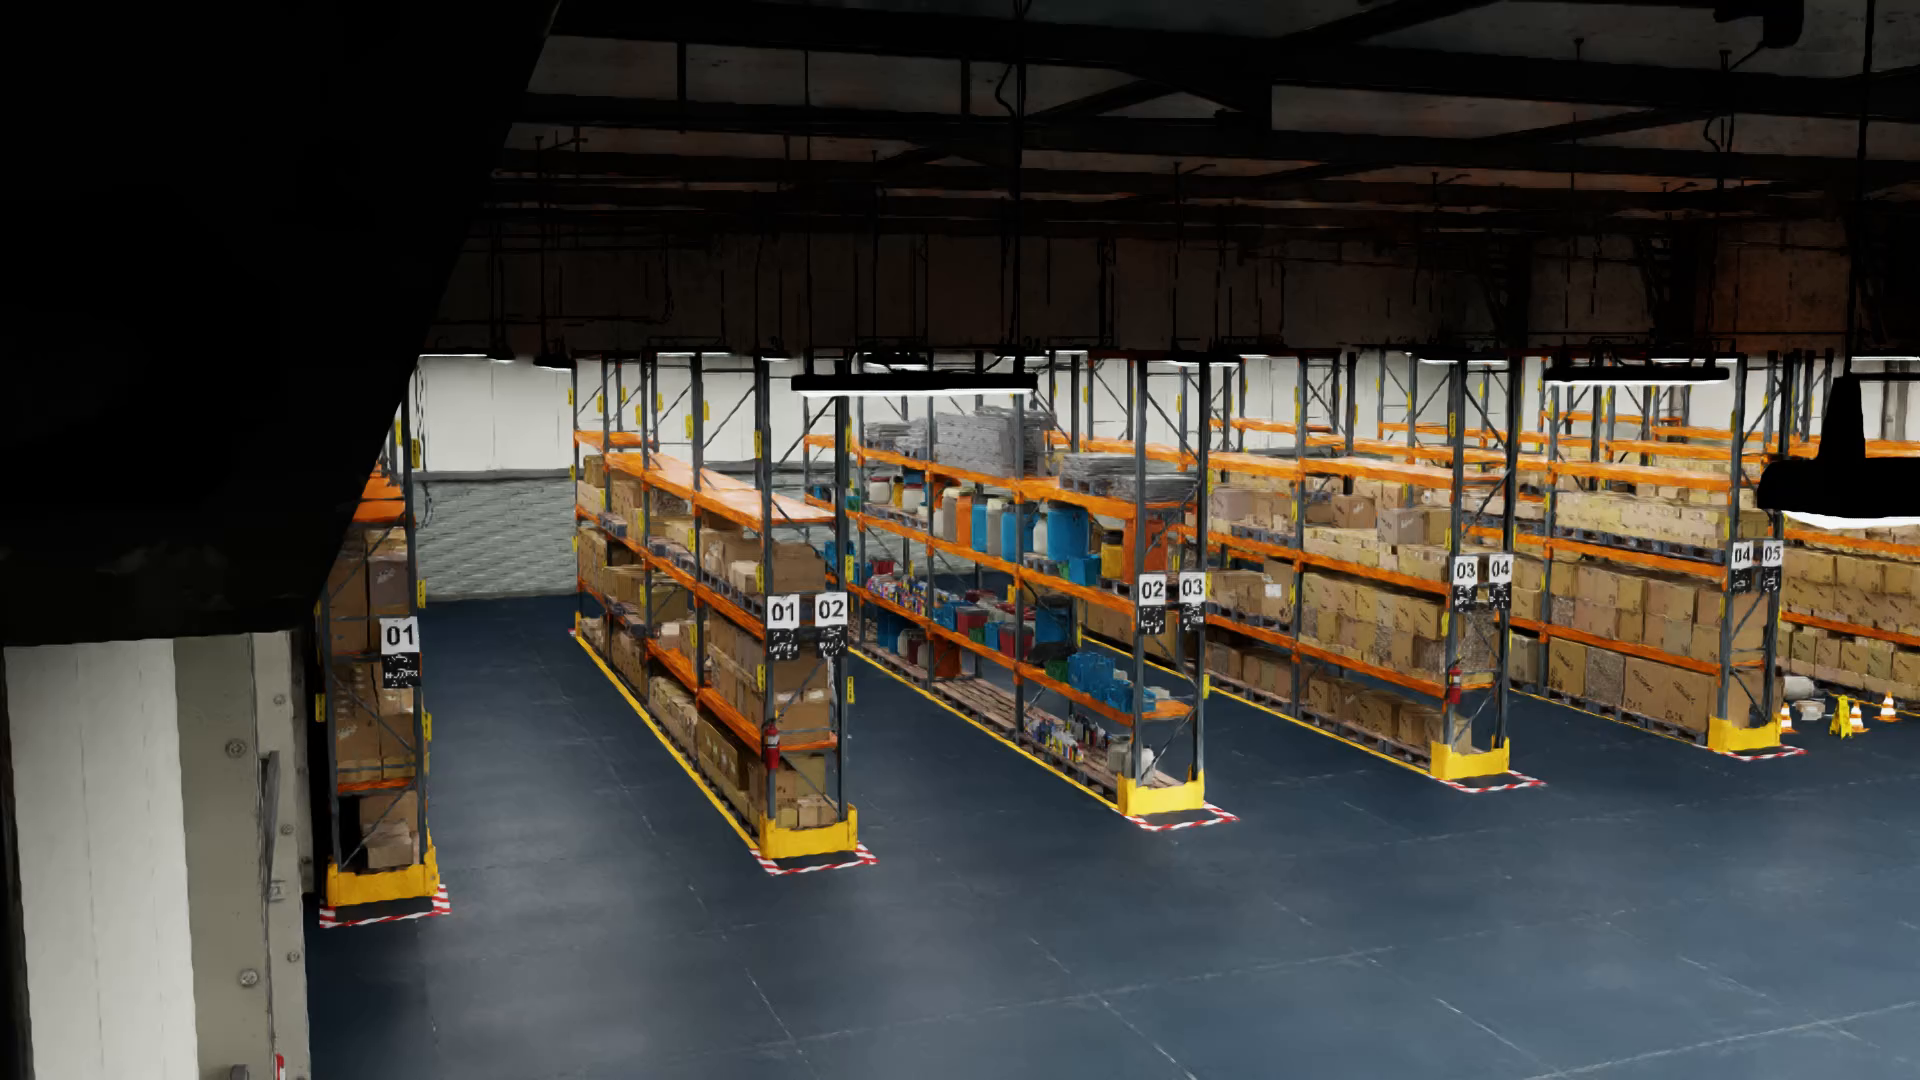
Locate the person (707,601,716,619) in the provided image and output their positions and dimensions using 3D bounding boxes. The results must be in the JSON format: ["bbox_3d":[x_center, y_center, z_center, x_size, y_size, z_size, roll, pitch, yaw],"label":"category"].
[{"bbox_3d":[-4.928,1.403,32.670,0.380,1.740,0.619,-5,8,-32],"label":"person"}]

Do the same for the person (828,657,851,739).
[{"bbox_3d":[-2.161,2.305,25.943,0.638,1.607,0.797,-5,9,-37],"label":"person"}]
